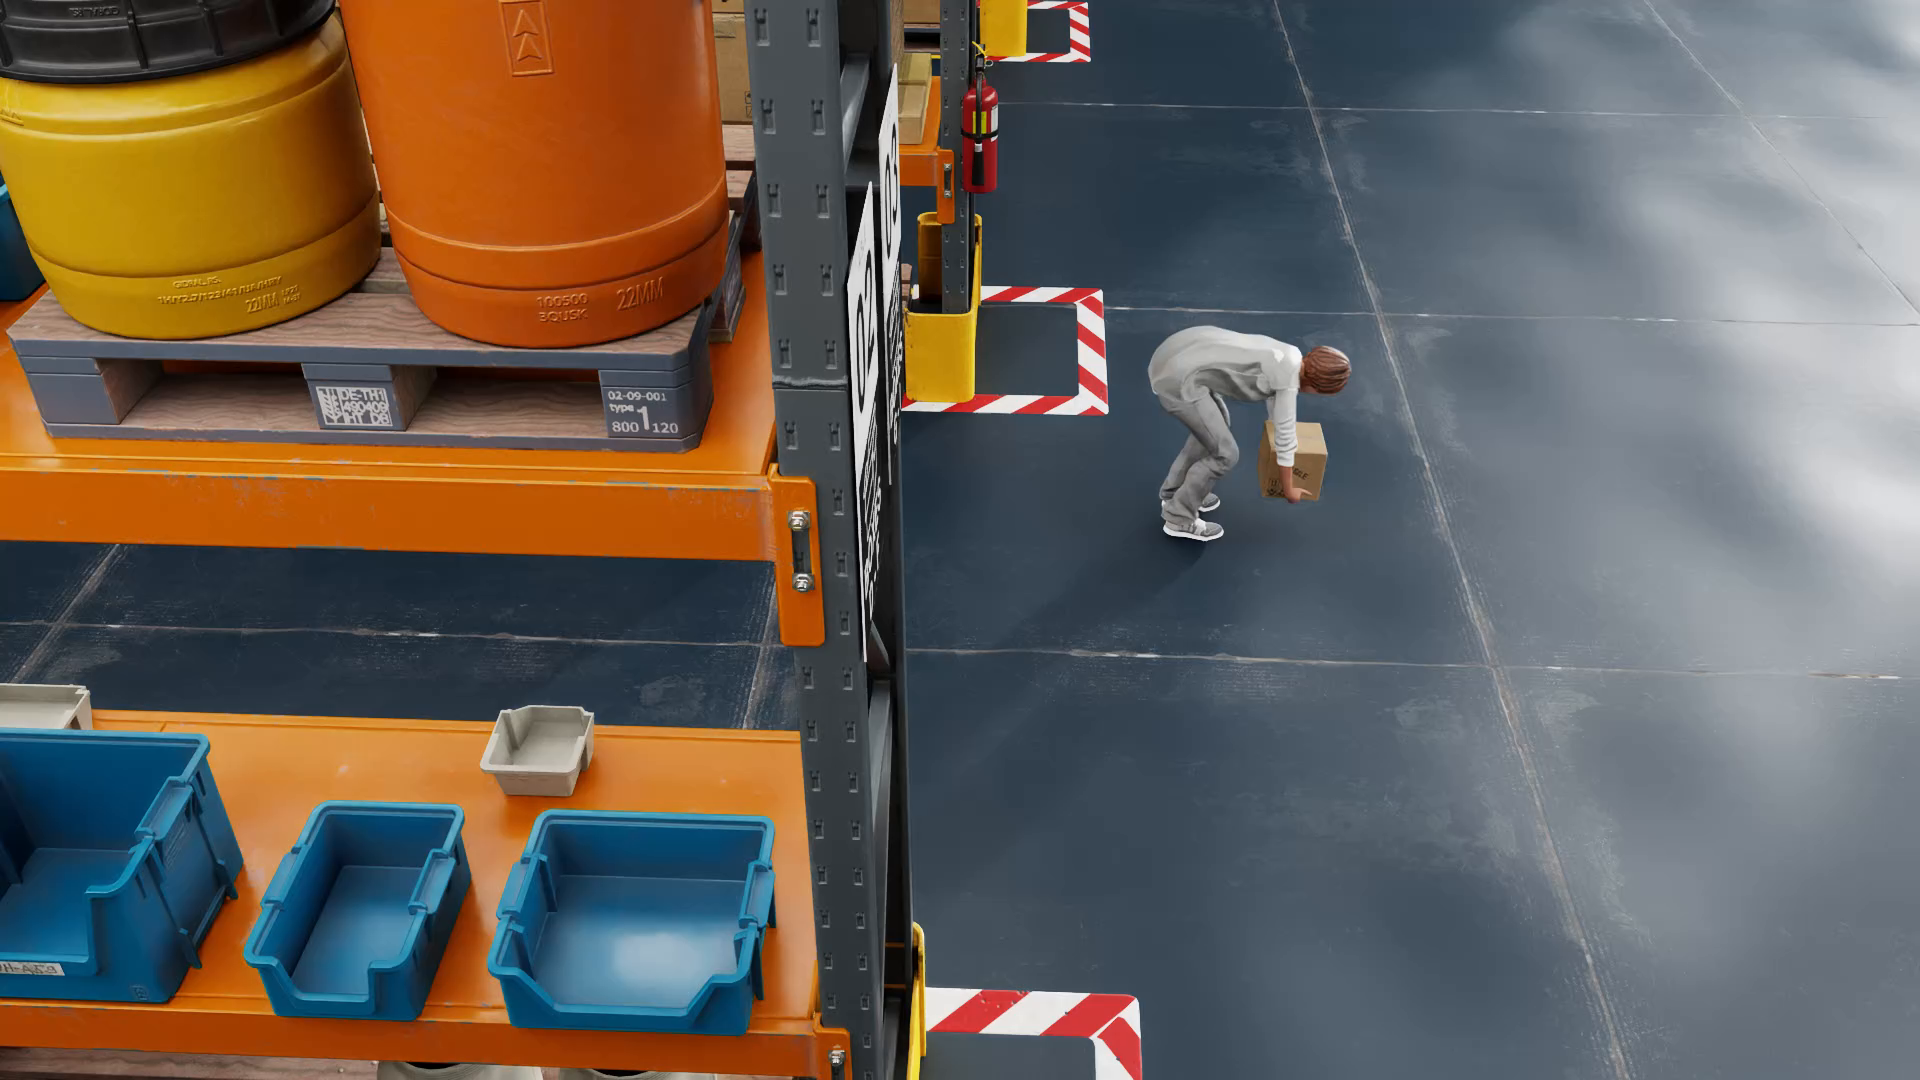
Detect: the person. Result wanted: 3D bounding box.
[{"bbox_3d":[1.246,-0.480,7.335,0.871,0.980,0.402,0,36,0],"label":"person"}]
